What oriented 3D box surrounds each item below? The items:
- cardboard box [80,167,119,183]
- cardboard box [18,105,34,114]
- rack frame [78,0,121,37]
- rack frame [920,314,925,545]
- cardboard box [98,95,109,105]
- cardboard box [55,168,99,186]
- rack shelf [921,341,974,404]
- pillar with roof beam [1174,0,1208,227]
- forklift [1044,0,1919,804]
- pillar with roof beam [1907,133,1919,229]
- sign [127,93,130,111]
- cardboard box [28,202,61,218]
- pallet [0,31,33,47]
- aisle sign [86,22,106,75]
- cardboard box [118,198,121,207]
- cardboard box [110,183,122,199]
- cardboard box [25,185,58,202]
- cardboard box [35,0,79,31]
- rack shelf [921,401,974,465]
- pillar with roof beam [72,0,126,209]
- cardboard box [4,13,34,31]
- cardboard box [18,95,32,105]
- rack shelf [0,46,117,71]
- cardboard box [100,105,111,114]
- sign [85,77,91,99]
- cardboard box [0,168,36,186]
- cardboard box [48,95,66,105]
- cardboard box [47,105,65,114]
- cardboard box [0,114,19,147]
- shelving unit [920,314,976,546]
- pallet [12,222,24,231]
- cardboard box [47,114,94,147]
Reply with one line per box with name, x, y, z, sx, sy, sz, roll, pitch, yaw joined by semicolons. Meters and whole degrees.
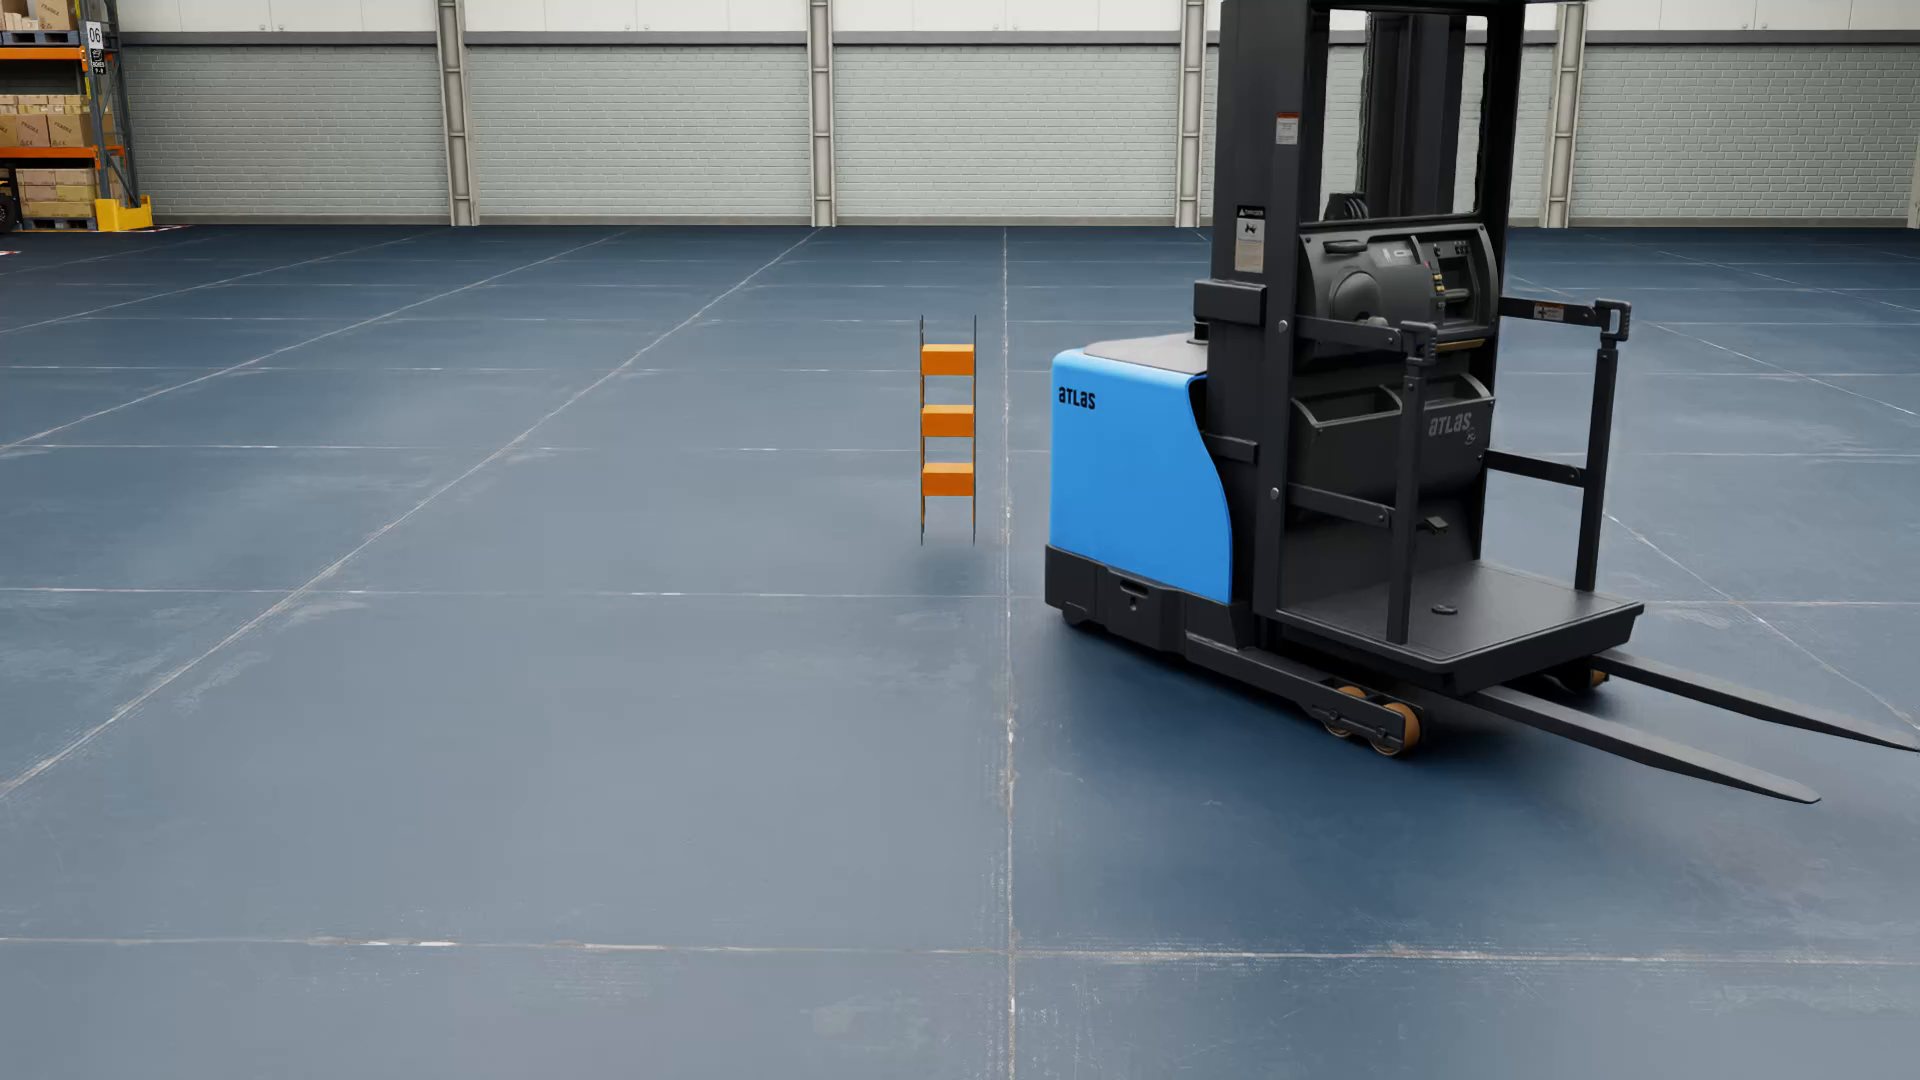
cardboard box;-14.052;-5.922;27.012;0.500;0.250;0.500;0;15;1
cardboard box;-14.692;-6.822;26.350;0.250;0.149;0.380;0;15;1
rack frame;-13.576;-9.414;25.882;0.127;3.000;1.000;0;15;1
rack frame;-0.175;-0.509;7.710;0.008;1.050;0.200;0;15;1
cardboard box;-13.907;-7.076;26.729;0.250;0.149;0.380;0;15;0
cardboard box;-14.045;-5.794;26.527;0.500;0.250;0.500;1;15;3
rack shelf;-0.053;-0.772;7.638;0.240;0.259;0.215;0;15;1
pillar with roof beam;3.635;-8.433;22.165;0.400;9.000;9.100;0;15;1
forklift;1.610;-0.876;5.414;1.130;2.935;3.031;-11;18;-35
pillar with roof beam;15.631;-8.355;21.868;0.400;9.000;9.100;0;15;1
sign;-13.556;-7.112;27.063;0.005;0.325;0.100;0;15;1
cardboard box;-14.551;-5.315;26.672;0.500;0.250;0.500;0;15;1
pallet;-15.505;-7.939;26.346;1.213;0.211;1.003;0;15;1
aisle sign;-13.518;-7.695;26.030;0.004;0.787;0.394;0;15;1
cardboard box;-14.062;-5.440;27.146;0.500;0.250;0.500;0;15;2
cardboard box;-14.041;-5.685;27.093;0.500;0.250;0.500;1;15;2
cardboard box;-14.572;-5.558;26.613;0.500;0.250;0.500;0;15;1
cardboard box;-14.025;-8.204;25.961;0.500;0.500;0.500;1;15;3
rack shelf;-0.053;-0.498;7.710;0.240;0.259;0.215;0;15;1
pillar with roof beam;-14.359;-8.551;22.609;0.400;9.000;9.100;0;15;1
cardboard box;-14.666;-8.080;25.949;0.258;0.266;0.396;0;15;2
cardboard box;-14.696;-6.977;26.353;0.250;0.149;0.380;0;15;2
rack shelf;-15.576;-7.629;26.406;4.000;0.370;1.077;0;15;1
cardboard box;-13.909;-6.944;26.811;0.250;0.149;0.380;0;15;0
sign;-13.604;-7.049;25.945;0.005;0.325;0.100;0;15;1
cardboard box;-15.060;-5.796;26.537;0.500;0.250;0.500;1;15;2
cardboard box;-14.187;-6.961;26.295;0.250;0.149;0.380;0;15;2
cardboard box;-14.186;-6.800;26.267;0.250;0.149;0.380;1;15;2
cardboard box;-15.106;-6.507;26.427;0.500;0.500;0.500;0;15;0
shelving unit;-0.053;-0.508;7.707;0.252;1.050;0.215;0;15;1
pallet;-15.558;-5.168;27.014;1.213;0.211;1.003;0;15;1
cardboard box;-14.075;-6.498;26.393;0.500;0.500;0.500;0;15;0
